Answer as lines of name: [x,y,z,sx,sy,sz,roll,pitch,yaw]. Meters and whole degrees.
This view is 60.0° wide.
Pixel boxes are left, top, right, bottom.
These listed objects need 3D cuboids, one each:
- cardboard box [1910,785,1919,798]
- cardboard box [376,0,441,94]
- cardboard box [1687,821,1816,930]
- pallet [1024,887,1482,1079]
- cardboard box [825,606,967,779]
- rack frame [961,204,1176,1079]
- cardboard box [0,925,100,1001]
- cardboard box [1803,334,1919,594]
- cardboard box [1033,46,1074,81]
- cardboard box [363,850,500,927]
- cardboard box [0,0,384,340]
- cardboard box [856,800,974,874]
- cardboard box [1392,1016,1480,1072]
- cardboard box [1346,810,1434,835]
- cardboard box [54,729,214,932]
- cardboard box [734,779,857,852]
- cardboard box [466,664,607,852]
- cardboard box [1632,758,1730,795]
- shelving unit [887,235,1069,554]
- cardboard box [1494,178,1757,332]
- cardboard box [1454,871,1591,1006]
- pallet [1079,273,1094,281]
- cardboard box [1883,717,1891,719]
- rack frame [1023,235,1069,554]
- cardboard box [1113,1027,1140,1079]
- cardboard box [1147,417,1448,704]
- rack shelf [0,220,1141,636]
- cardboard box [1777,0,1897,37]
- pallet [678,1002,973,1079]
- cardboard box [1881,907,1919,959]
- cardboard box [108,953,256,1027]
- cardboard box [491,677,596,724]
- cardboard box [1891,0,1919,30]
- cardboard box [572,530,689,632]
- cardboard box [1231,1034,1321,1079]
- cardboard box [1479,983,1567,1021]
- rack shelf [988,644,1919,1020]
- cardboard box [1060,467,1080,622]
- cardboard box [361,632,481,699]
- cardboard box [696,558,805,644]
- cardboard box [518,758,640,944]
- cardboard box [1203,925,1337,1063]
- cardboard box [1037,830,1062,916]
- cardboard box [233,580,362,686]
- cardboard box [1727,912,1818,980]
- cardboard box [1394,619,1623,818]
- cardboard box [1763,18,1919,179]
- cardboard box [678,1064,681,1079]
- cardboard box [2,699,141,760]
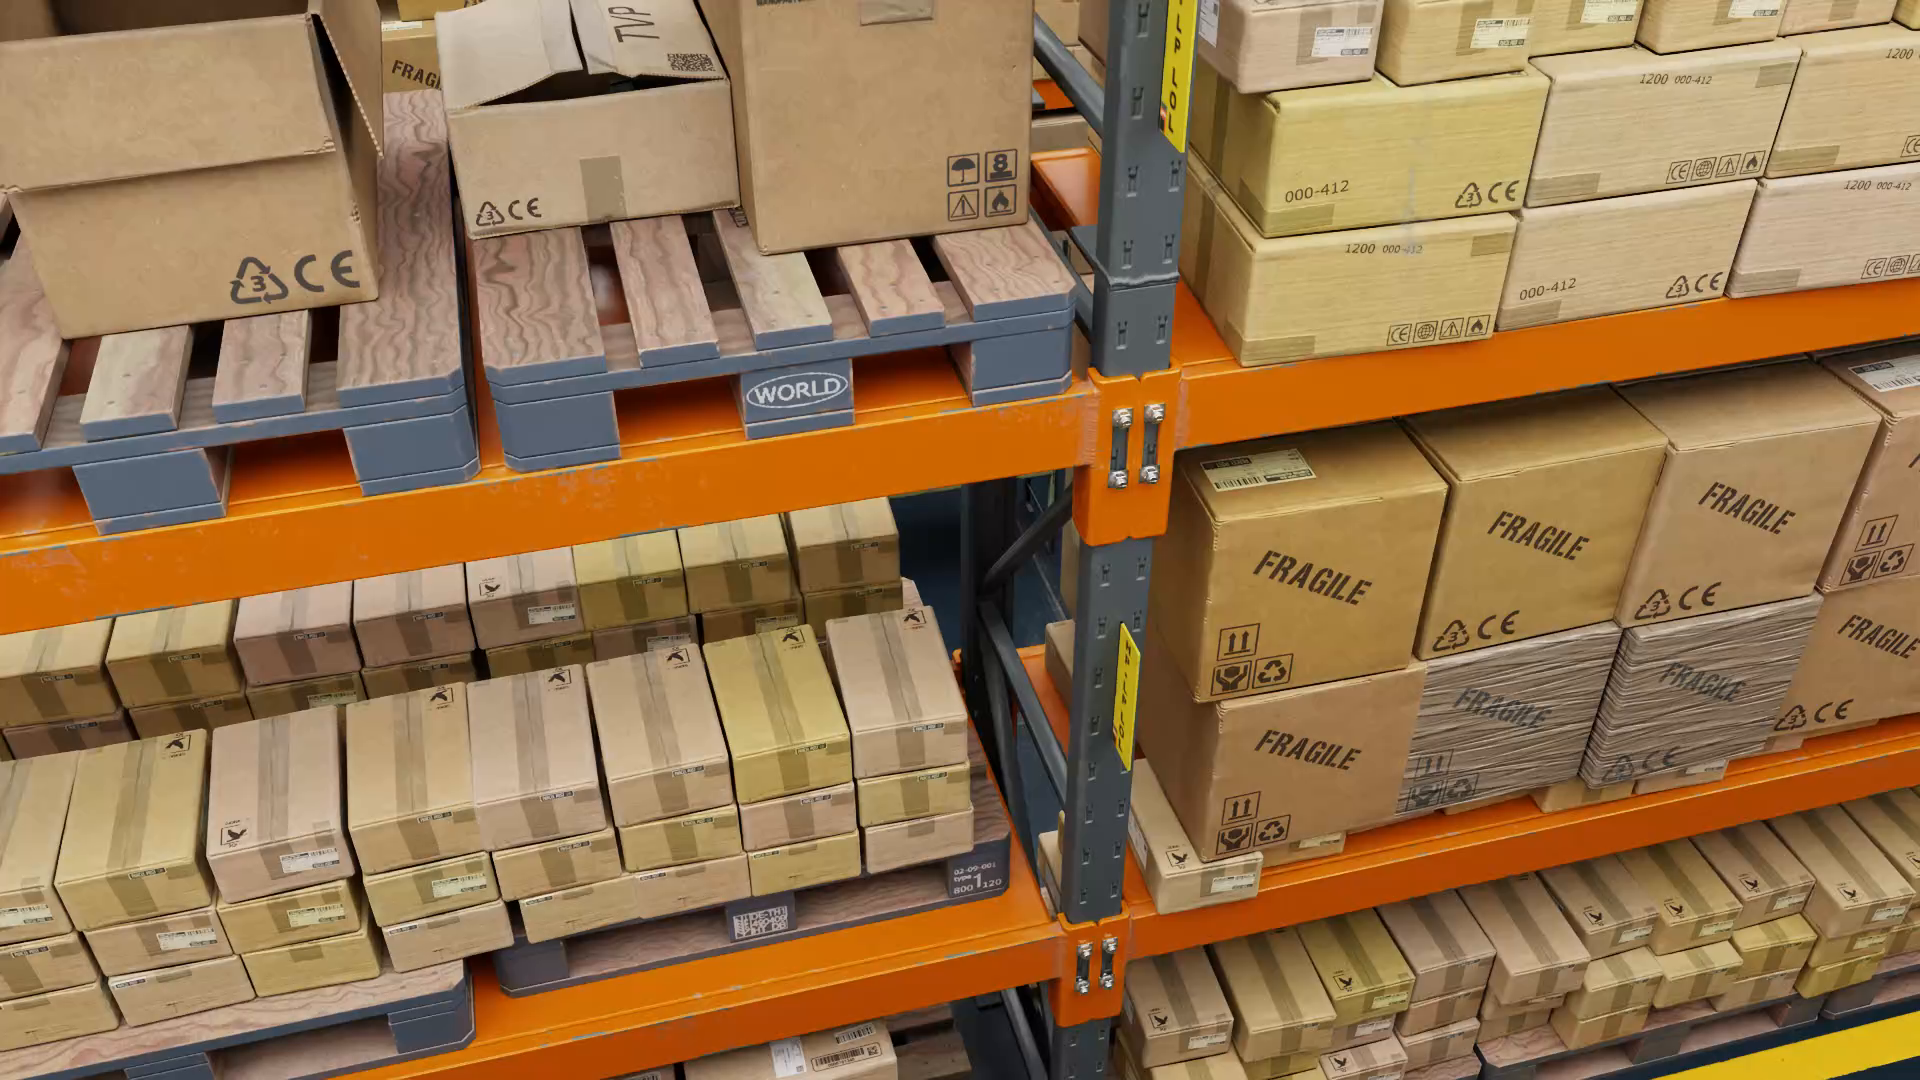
cardboard box: [3.133,0.909,5.104,0.250,0.149,0.380,-10,39,-13]
cardboard box: [-2.367,-2.110,7.458,0.500,0.500,0.500,-10,38,-12]
cardboard box: [2.338,0.965,5.031,0.250,0.149,0.380,-11,39,-13]
pallet: [0.830,1.440,5.194,1.213,0.211,1.003,-9,38,-12]
cardboard box: [-0.146,0.334,3.716,0.250,0.149,0.380,-8,38,-10]
rack frame: [0.191,0.459,4.181,0.127,3.000,1.000,-9,38,-12]
cardboard box: [-1.909,0.744,3.425,0.250,0.149,0.380,-10,38,-12]
cardboard box: [2.177,-0.257,3.968,0.500,0.500,0.500,-11,39,-14]
cardboard box: [0.376,-2.385,8.106,0.250,0.149,0.380,-10,39,-13]
cardboard box: [-1.150,0.619,3.588,0.250,0.149,0.380,-11,39,-14]
cardboard box: [-1.335,-0.772,2.891,0.637,0.503,0.797,-10,38,-13]
cardboard box: [-0.141,0.571,3.896,0.250,0.149,0.380,-10,39,-13]
cardboard box: [1.342,1.374,4.986,0.250,0.149,0.380,-10,39,-13]
cardboard box: [1.024,0.549,4.271,0.250,0.149,0.380,-11,39,-14]
cardboard box: [-1.664,0.584,3.390,0.250,0.149,0.380,-10,39,-13]
cardboard box: [-0.396,0.495,3.750,0.250,0.149,0.380,-9,38,-12]
cardboard box: [-0.908,0.459,3.553,0.250,0.149,0.380,-9,38,-12]
cardboard box: [1.808,0.469,4.375,0.250,0.149,0.380,-8,38,-10]
shelving unit: [-0.006,-0.595,6.793,0.755,1.500,0.431,-9,38,-12]
cardboard box: [1.188,-0.676,3.319,0.500,0.250,0.500,-10,39,-13]
cardboard box: [1.603,1.131,4.814,0.250,0.149,0.380,-9,38,-11]
pallet: [0.930,-1.629,9.205,1.213,0.211,1.003,-9,38,-12]
cardboard box: [2.545,0.295,4.602,0.250,0.149,0.380,-11,39,-14]
rack frame: [0.347,-0.653,6.869,0.023,1.500,0.400,-9,38,-12]
cardboard box: [0.626,1.556,4.748,0.250,0.149,0.380,-11,39,-14]
cardboard box: [0.690,-0.024,3.663,0.500,0.500,0.500,-8,38,-11]
rack shelf: [-1.740,-0.130,3.074,4.000,0.370,1.077,-9,38,-12]
cardboard box: [1.541,-1.097,3.131,0.250,0.149,0.380,-10,39,-13]
pallet: [-0.560,1.691,4.866,1.213,0.211,1.003,-9,38,-12]
cardboard box: [2.864,1.135,5.298,0.250,0.149,0.380,-9,38,-11]
cardboard box: [-1.655,0.822,3.568,0.250,0.149,0.380,-11,39,-13]
cardboard box: [-1.060,0.309,4.239,0.250,0.149,0.380,-9,38,-11]
cardboard box: [1.816,-1.114,3.152,0.250,0.149,0.380,-7,38,-10]
cardboard box: [-0.825,0.035,4.106,0.250,0.149,0.380,-9,38,-12]
cardboard box: [0.845,1.344,4.780,0.250,0.149,0.380,-9,38,-12]
cardboard box: [1.604,1.214,4.951,0.250,0.149,0.380,-8,38,-10]
rack shelf: [2.122,0.428,4.814,4.000,0.370,1.077,-9,38,-12]
cardboard box: [0.584,0.059,4.377,0.500,0.500,0.500,-9,38,-12]
cardboard box: [-1.319,0.236,4.089,0.250,0.149,0.380,-8,38,-10]
cardboard box: [-0.559,0.109,4.255,0.250,0.149,0.380,-10,39,-13]
cardboard box: [-0.875,0.691,3.739,0.250,0.149,0.380,-11,39,-14]
cardboard box: [0.859,1.247,4.663,0.250,0.149,0.380,-8,38,-10]
cardboard box: [0.412,1.070,5.138,0.250,0.149,0.380,-9,38,-11]
cardboard box: [-1.557,0.154,3.951,0.250,0.149,0.380,-8,38,-10]
cardboard box: [2.367,1.127,5.064,0.250,0.149,0.380,-7,38,-10]
cardboard box: [1.211,0.288,4.077,0.500,0.500,0.500,-9,38,-12]
cardboard box: [1.690,-0.954,3.272,0.500,0.250,0.500,-9,38,-11]
cardboard box: [-0.953,1.631,4.360,0.500,0.500,0.500,-10,39,-13]
cardboard box: [-2.068,0.357,3.931,0.250,0.149,0.380,-8,38,-11]
